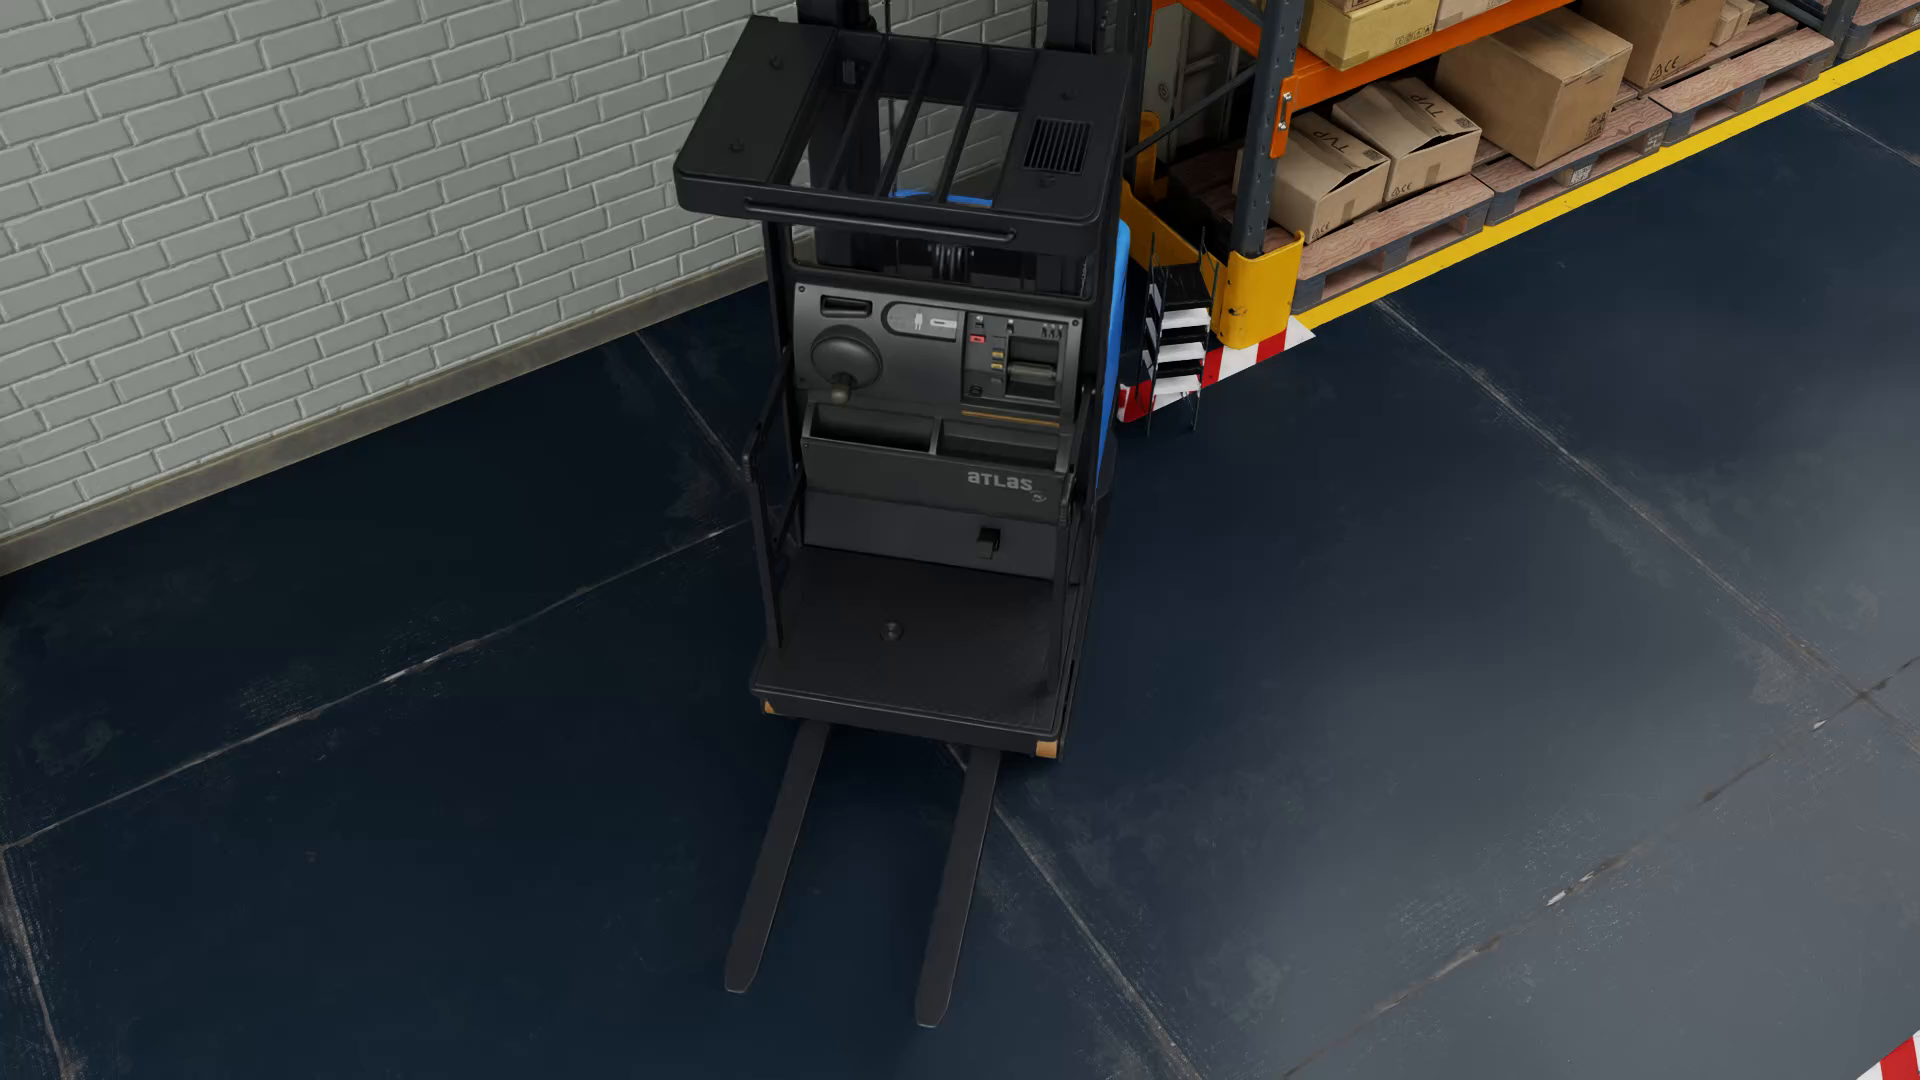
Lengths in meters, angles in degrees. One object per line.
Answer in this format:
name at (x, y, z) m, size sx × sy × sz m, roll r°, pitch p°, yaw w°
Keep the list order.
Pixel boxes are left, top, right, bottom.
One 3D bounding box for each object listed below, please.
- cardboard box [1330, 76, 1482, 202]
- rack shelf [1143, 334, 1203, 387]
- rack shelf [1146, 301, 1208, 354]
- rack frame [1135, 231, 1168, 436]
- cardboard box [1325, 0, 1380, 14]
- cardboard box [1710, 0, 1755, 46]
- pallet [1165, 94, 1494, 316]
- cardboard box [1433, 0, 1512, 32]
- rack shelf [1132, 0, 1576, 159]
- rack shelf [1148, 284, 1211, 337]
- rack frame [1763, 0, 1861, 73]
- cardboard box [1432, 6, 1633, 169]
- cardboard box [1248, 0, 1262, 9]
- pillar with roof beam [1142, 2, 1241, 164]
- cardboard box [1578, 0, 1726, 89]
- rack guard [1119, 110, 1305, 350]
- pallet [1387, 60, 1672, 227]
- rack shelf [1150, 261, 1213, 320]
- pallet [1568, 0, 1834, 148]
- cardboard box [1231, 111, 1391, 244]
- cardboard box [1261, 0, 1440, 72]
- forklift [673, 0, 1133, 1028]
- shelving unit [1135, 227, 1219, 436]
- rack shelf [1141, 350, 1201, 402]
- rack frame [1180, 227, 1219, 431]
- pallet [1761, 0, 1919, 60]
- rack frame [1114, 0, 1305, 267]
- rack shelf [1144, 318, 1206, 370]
cardboard box at (2.111, -1.938, 7.919) m, size 0.500 × 0.311 × 0.500 m, roll -21°, pitch 52°, yaw -18°
rack shelf at (0.883, -0.762, 6.937) m, size 0.200 × 0.077 × 0.258 m, roll -7°, pitch 49°, yaw -6°
rack shelf at (0.883, -0.882, 6.802) m, size 0.200 × 0.077 × 0.258 m, roll -7°, pitch 49°, yaw -6°
rack frame at (0.783, -0.833, 6.834) m, size 0.006 × 0.900 × 0.240 m, roll -7°, pitch 49°, yaw -6°
cardboard box at (1.560, -2.447, 6.450) m, size 0.500 × 0.500 × 0.500 m, roll -25°, pitch 53°, yaw -21°
cardboard box at (3.942, -2.806, 8.788) m, size 0.250 × 0.166 × 0.380 m, roll -32°, pitch 56°, yaw -25°
pallet at (1.766, -1.644, 8.018) m, size 1.213 × 0.211 × 1.003 m, roll -25°, pitch 53°, yaw -21°
cardboard box at (2.009, -2.407, 6.917) m, size 0.500 × 0.250 × 0.500 m, roll -27°, pitch 54°, yaw -22°
rack shelf at (2.687, -2.798, 7.660) m, size 4.000 × 0.370 × 1.077 m, roll -25°, pitch 53°, yaw -21°
rack shelf at (0.883, -0.942, 6.735) m, size 0.200 × 0.077 × 0.258 m, roll -7°, pitch 49°, yaw -6°
rack frame at (4.379, -3.834, 8.101) m, size 0.127 × 3.000 × 1.000 m, roll -25°, pitch 53°, yaw -21°
cardboard box at (2.758, -2.262, 8.080) m, size 0.500 × 0.500 × 0.700 m, roll -28°, pitch 54°, yaw -23°
cardboard box at (1.287, -2.505, 7.005) m, size 0.500 × 0.250 × 0.500 m, roll -25°, pitch 53°, yaw -20°
pillar with roof beam at (3.423, -2.341, 2.755) m, size 0.400 × 9.000 × 9.100 m, roll -25°, pitch 53°, yaw -21°
cardboard box at (3.522, -2.710, 8.479) m, size 0.500 × 0.500 × 0.500 m, roll -29°, pitch 54°, yaw -23°
rack guard at (1.060, -1.439, 7.642) m, size 0.348 × 0.500 × 1.175 m, roll -25°, pitch 53°, yaw -21°
pallet at (2.796, -2.127, 8.448) m, size 1.213 × 0.211 × 1.003 m, roll -25°, pitch 53°, yaw -21°
rack shelf at (0.884, -1.002, 6.668) m, size 0.200 × 0.077 × 0.258 m, roll -7°, pitch 49°, yaw -6°
pallet at (3.829, -2.617, 8.884) m, size 1.213 × 0.211 × 1.003 m, roll -25°, pitch 53°, yaw -21°
cardboard box at (1.629, -1.711, 7.716) m, size 0.500 × 0.311 × 0.500 m, roll -31°, pitch 55°, yaw -25°
cardboard box at (1.578, -2.191, 6.725) m, size 0.500 × 0.250 × 0.500 m, roll -27°, pitch 54°, yaw -22°
forklift at (-0.115, -0.495, 5.174) m, size 1.130 × 2.935 × 3.031 m, roll 8°, pitch 49°, yaw 7°
shelving unit at (0.883, -0.844, 6.845) m, size 0.210 × 0.900 × 0.258 m, roll -7°, pitch 49°, yaw -6°
rack shelf at (0.883, -0.703, 7.004) m, size 0.200 × 0.077 × 0.258 m, roll -7°, pitch 49°, yaw -6°
rack frame at (0.984, -0.856, 6.855) m, size 0.006 × 0.900 × 0.240 m, roll -7°, pitch 49°, yaw -6°
pallet at (5.036, -3.218, 9.419) m, size 1.213 × 0.211 × 1.003 m, roll -25°, pitch 53°, yaw -21°
rack frame at (0.996, -2.240, 6.682) m, size 0.127 × 3.000 × 1.000 m, roll -25°, pitch 53°, yaw -21°
rack shelf at (0.883, -0.822, 6.870) m, size 0.200 × 0.077 × 0.258 m, roll -7°, pitch 49°, yaw -6°
